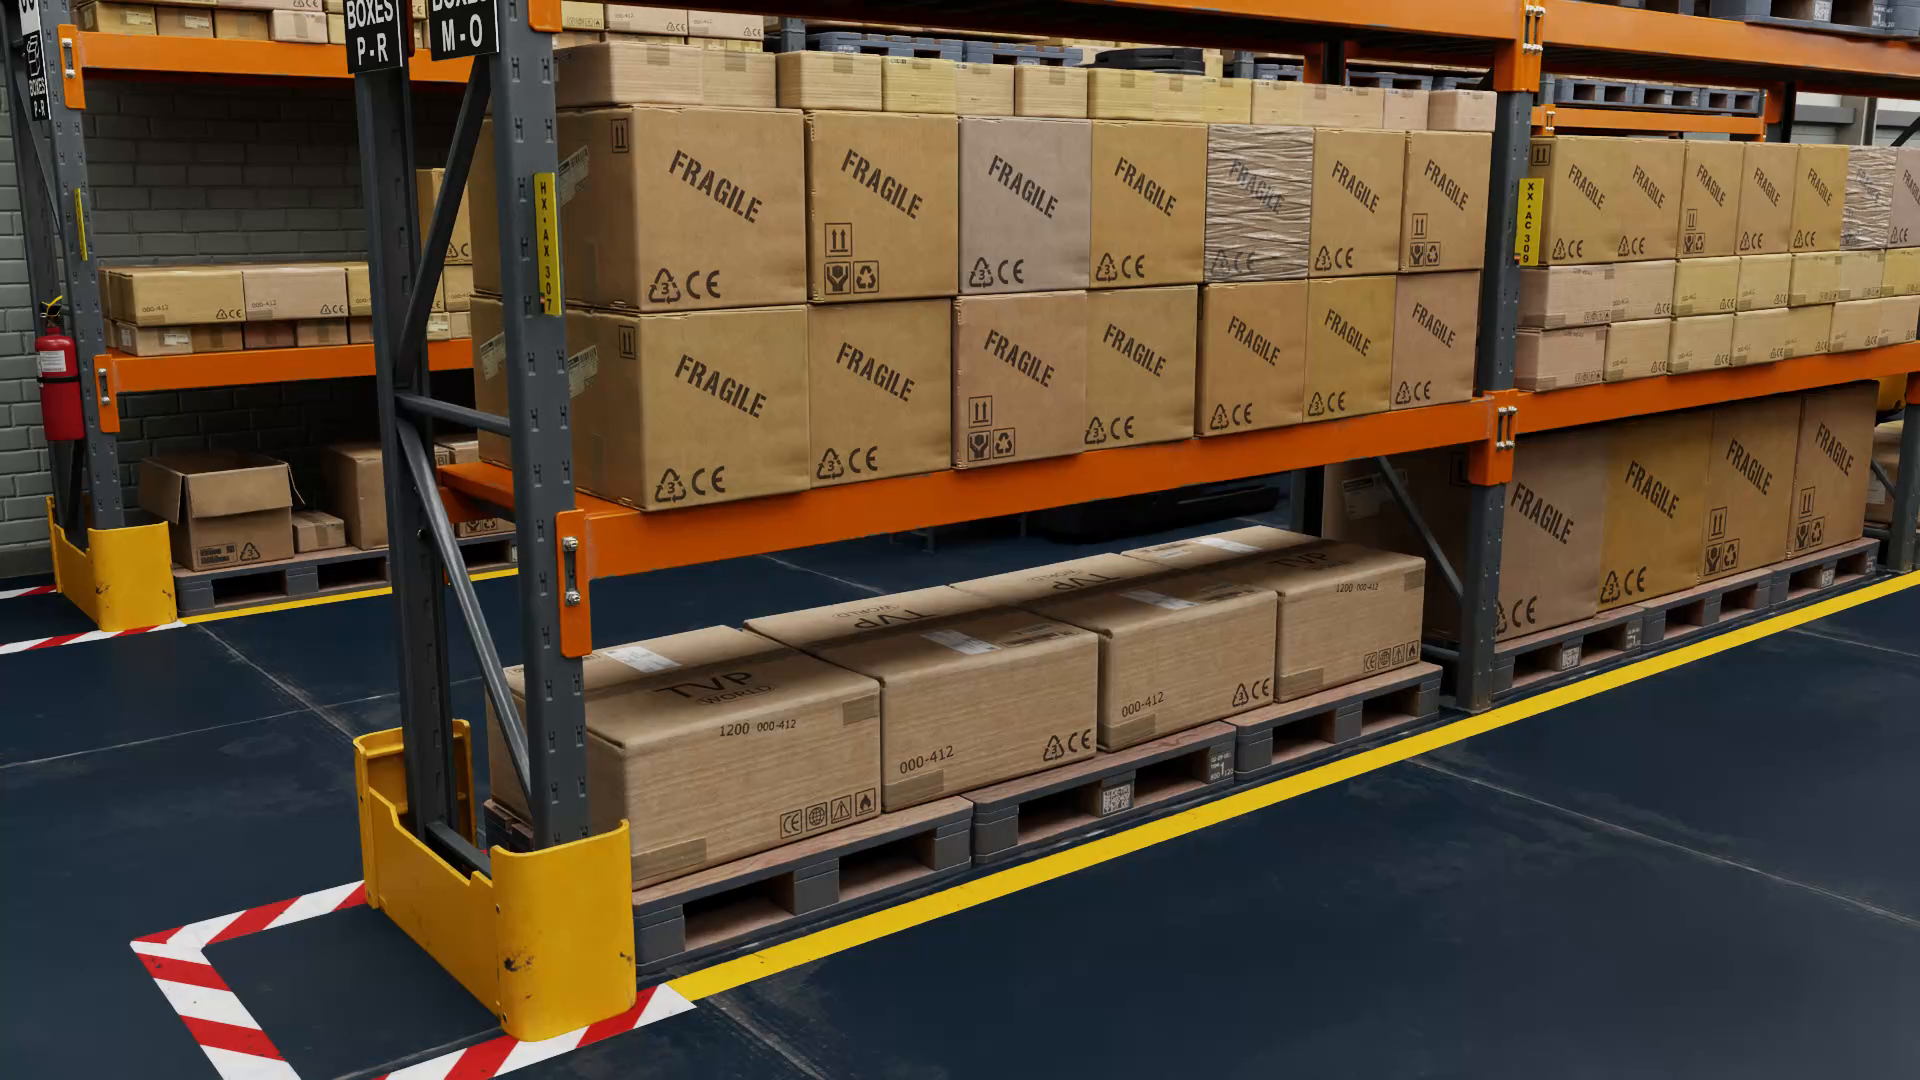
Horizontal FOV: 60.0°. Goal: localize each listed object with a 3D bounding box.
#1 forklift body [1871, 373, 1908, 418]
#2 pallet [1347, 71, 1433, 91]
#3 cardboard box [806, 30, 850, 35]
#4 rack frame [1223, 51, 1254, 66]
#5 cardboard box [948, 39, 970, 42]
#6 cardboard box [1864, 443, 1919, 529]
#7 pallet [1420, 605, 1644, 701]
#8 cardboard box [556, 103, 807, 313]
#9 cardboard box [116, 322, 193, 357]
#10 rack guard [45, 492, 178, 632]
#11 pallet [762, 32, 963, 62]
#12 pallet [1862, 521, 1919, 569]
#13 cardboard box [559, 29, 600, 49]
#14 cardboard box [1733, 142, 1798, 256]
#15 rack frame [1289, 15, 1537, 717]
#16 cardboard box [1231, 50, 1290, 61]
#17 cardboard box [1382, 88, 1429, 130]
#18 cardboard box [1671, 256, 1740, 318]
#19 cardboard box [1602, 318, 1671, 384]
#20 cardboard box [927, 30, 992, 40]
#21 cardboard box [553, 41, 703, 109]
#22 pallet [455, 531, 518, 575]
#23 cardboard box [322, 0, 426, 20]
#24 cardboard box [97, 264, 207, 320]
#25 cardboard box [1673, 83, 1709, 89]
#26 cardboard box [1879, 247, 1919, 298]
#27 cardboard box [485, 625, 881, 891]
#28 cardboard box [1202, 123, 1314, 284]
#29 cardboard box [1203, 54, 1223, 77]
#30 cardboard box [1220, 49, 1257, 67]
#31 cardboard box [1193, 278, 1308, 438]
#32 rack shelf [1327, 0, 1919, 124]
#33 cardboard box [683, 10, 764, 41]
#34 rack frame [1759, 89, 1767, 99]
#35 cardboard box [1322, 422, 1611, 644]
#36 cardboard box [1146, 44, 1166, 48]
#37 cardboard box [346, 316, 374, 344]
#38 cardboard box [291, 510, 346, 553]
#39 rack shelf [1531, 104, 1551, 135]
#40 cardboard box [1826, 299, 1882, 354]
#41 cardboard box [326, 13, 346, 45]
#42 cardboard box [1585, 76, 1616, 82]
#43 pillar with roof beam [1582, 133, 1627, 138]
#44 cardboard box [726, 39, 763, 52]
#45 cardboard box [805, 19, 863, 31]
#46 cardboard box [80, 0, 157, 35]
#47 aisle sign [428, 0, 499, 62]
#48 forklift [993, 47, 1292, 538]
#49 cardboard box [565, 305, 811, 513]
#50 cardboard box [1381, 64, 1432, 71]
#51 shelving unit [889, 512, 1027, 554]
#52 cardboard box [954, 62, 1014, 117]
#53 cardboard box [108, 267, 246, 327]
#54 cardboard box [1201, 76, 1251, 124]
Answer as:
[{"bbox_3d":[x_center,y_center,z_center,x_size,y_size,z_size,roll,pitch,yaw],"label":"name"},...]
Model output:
[{"bbox_3d":[7.744,-2.243,15.512,1.214,2.155,2.313,-9,15,-38],"label":"forklift body"},{"bbox_3d":[3.183,-3.785,13.964,1.213,0.211,1.003,-9,15,-35],"label":"pallet"},{"bbox_3d":[-0.915,-3.328,10.712,0.250,0.149,0.380,-9,15,-36],"label":"cardboard box"},{"bbox_3d":[1.838,-5.096,12.464,0.127,3.000,1.000,-9,15,-38],"label":"rack frame"},{"bbox_3d":[-0.135,-3.475,11.404,0.250,0.149,0.380,-9,15,-37],"label":"cardboard box"},{"bbox_3d":[5.389,-0.349,9.865,0.625,0.372,0.950,-11,16,-41],"label":"cardboard box"},{"bbox_3d":[2.374,0.414,7.673,1.213,0.211,1.003,-9,15,-38],"label":"pallet"},{"bbox_3d":[-0.753,-0.873,4.371,0.500,0.500,0.500,-10,15,-39],"label":"cardboard box"},{"bbox_3d":[-3.981,-0.999,8.216,0.250,0.149,0.380,-10,15,-38],"label":"cardboard box"},{"bbox_3d":[-4.350,0.089,8.505,0.348,0.500,1.175,-9,15,-38],"label":"rack guard"},{"bbox_3d":[-0.733,-3.091,10.696,1.003,0.211,1.213,-9,15,-38],"label":"pallet"},{"bbox_3d":[5.553,-0.094,10.064,1.213,0.211,1.003,-9,15,-38],"label":"pallet"},{"bbox_3d":[-2.212,-2.767,9.320,0.250,0.149,0.380,-9,15,-36],"label":"cardboard box"},{"bbox_3d":[3.514,-1.590,7.746,0.500,0.500,0.500,-10,15,-39],"label":"cardboard box"},{"bbox_3d":[1.818,-0.838,6.854,0.127,3.000,1.000,-9,15,-38],"label":"rack frame"},{"bbox_3d":[2.300,-3.765,12.727,0.250,0.166,0.380,-9,15,-38],"label":"cardboard box"},{"bbox_3d":[1.503,-1.585,6.163,0.250,0.149,0.380,-9,15,-36],"label":"cardboard box"},{"bbox_3d":[3.138,-1.154,7.499,0.500,0.250,0.500,-9,15,-37],"label":"cardboard box"},{"bbox_3d":[2.730,-0.846,7.254,0.500,0.250,0.500,-10,16,-39],"label":"cardboard box"},{"bbox_3d":[-0.008,-3.349,10.808,0.250,0.149,0.380,-10,15,-38],"label":"cardboard box"},{"bbox_3d":[-0.855,-1.175,4.233,0.250,0.149,0.380,-9,15,-36],"label":"cardboard box"},{"bbox_3d":[-2.776,-0.030,9.764,1.213,0.211,1.003,-9,15,-38],"label":"pallet"},{"bbox_3d":[-3.100,-2.810,8.564,0.500,0.250,0.500,-10,16,-39],"label":"cardboard box"},{"bbox_3d":[-4.216,-1.298,8.667,0.500,0.250,0.500,-9,15,-36],"label":"cardboard box"},{"bbox_3d":[7.029,-4.757,16.594,0.500,0.500,0.700,-9,15,-37],"label":"cardboard box"},{"bbox_3d":[4.722,-1.424,8.772,0.500,0.250,0.500,-10,15,-38],"label":"cardboard box"},{"bbox_3d":[-0.852,0.627,5.112,0.875,0.438,0.875,-10,16,-40],"label":"cardboard box"},{"bbox_3d":[0.829,-1.138,5.618,0.500,0.500,0.500,-9,15,-37],"label":"cardboard box"},{"bbox_3d":[1.589,-3.450,12.292,0.500,0.250,0.500,-10,16,-40],"label":"cardboard box"},{"bbox_3d":[2.243,-3.946,13.376,0.500,0.250,0.500,-9,15,-38],"label":"cardboard box"},{"bbox_3d":[0.834,-0.650,5.728,0.500,0.500,0.500,-10,15,-38],"label":"cardboard box"},{"bbox_3d":[3.380,-2.213,7.839,4.000,0.370,1.077,-9,15,-38],"label":"rack shelf"},{"bbox_3d":[-1.506,-3.079,9.830,0.500,0.250,0.500,-9,15,-37],"label":"cardboard box"},{"bbox_3d":[8.085,-6.134,17.353,0.127,3.000,1.000,-9,15,-38],"label":"rack frame"},{"bbox_3d":[2.252,-0.098,7.471,0.875,0.875,0.875,-9,15,-36],"label":"cardboard box"},{"bbox_3d":[1.276,-3.605,12.065,0.250,0.149,0.380,-9,15,-36],"label":"cardboard box"},{"bbox_3d":[-3.188,-1.137,8.868,0.250,0.149,0.380,-9,15,-37],"label":"cardboard box"},{"bbox_3d":[-3.516,-0.047,8.982,0.250,0.149,0.380,-10,16,-40],"label":"cardboard box"},{"bbox_3d":[3.399,-3.537,14.073,4.000,0.370,1.077,-9,15,-38],"label":"rack shelf"},{"bbox_3d":[4.320,-1.107,8.482,0.500,0.250,0.500,-9,15,-37],"label":"cardboard box"},{"bbox_3d":[-3.157,-2.591,8.494,0.250,0.149,0.380,-9,15,-38],"label":"cardboard box"},{"bbox_3d":[5.763,-4.427,15.498,0.500,0.311,0.500,-9,15,-37],"label":"cardboard box"},{"bbox_3d":[9.667,-5.492,14.328,0.400,9.000,9.100,-9,15,-38],"label":"pillar with roof beam"},{"bbox_3d":[-1.382,-2.892,9.912,0.250,0.149,0.380,-10,15,-38],"label":"cardboard box"},{"bbox_3d":[-0.804,-3.216,10.182,0.250,0.149,0.380,-9,15,-37],"label":"cardboard box"},{"bbox_3d":[-4.015,-2.472,7.930,0.250,0.149,0.380,-9,15,-36],"label":"cardboard box"},{"bbox_3d":[-1.180,-1.534,3.874,0.004,0.787,0.394,-9,15,-38],"label":"aisle sign"},{"bbox_3d":[1.492,-1.676,10.965,3.031,2.935,1.130,-10,16,-40],"label":"forklift"},{"bbox_3d":[-0.751,-0.384,4.473,0.500,0.500,0.500,-10,15,-38],"label":"cardboard box"},{"bbox_3d":[3.690,-3.987,13.817,0.250,0.149,0.380,-10,15,-38],"label":"cardboard box"},{"bbox_3d":[-0.009,-0.731,9.959,0.755,1.500,0.431,-10,15,-39],"label":"shelving unit"},{"bbox_3d":[-0.054,-1.316,4.895,0.250,0.149,0.380,-9,15,-37],"label":"cardboard box"},{"bbox_3d":[-3.886,-1.211,8.255,0.500,0.250,0.500,-9,15,-37],"label":"cardboard box"},{"bbox_3d":[0.739,-1.446,5.508,0.250,0.149,0.380,-10,15,-39],"label":"cardboard box"}]
